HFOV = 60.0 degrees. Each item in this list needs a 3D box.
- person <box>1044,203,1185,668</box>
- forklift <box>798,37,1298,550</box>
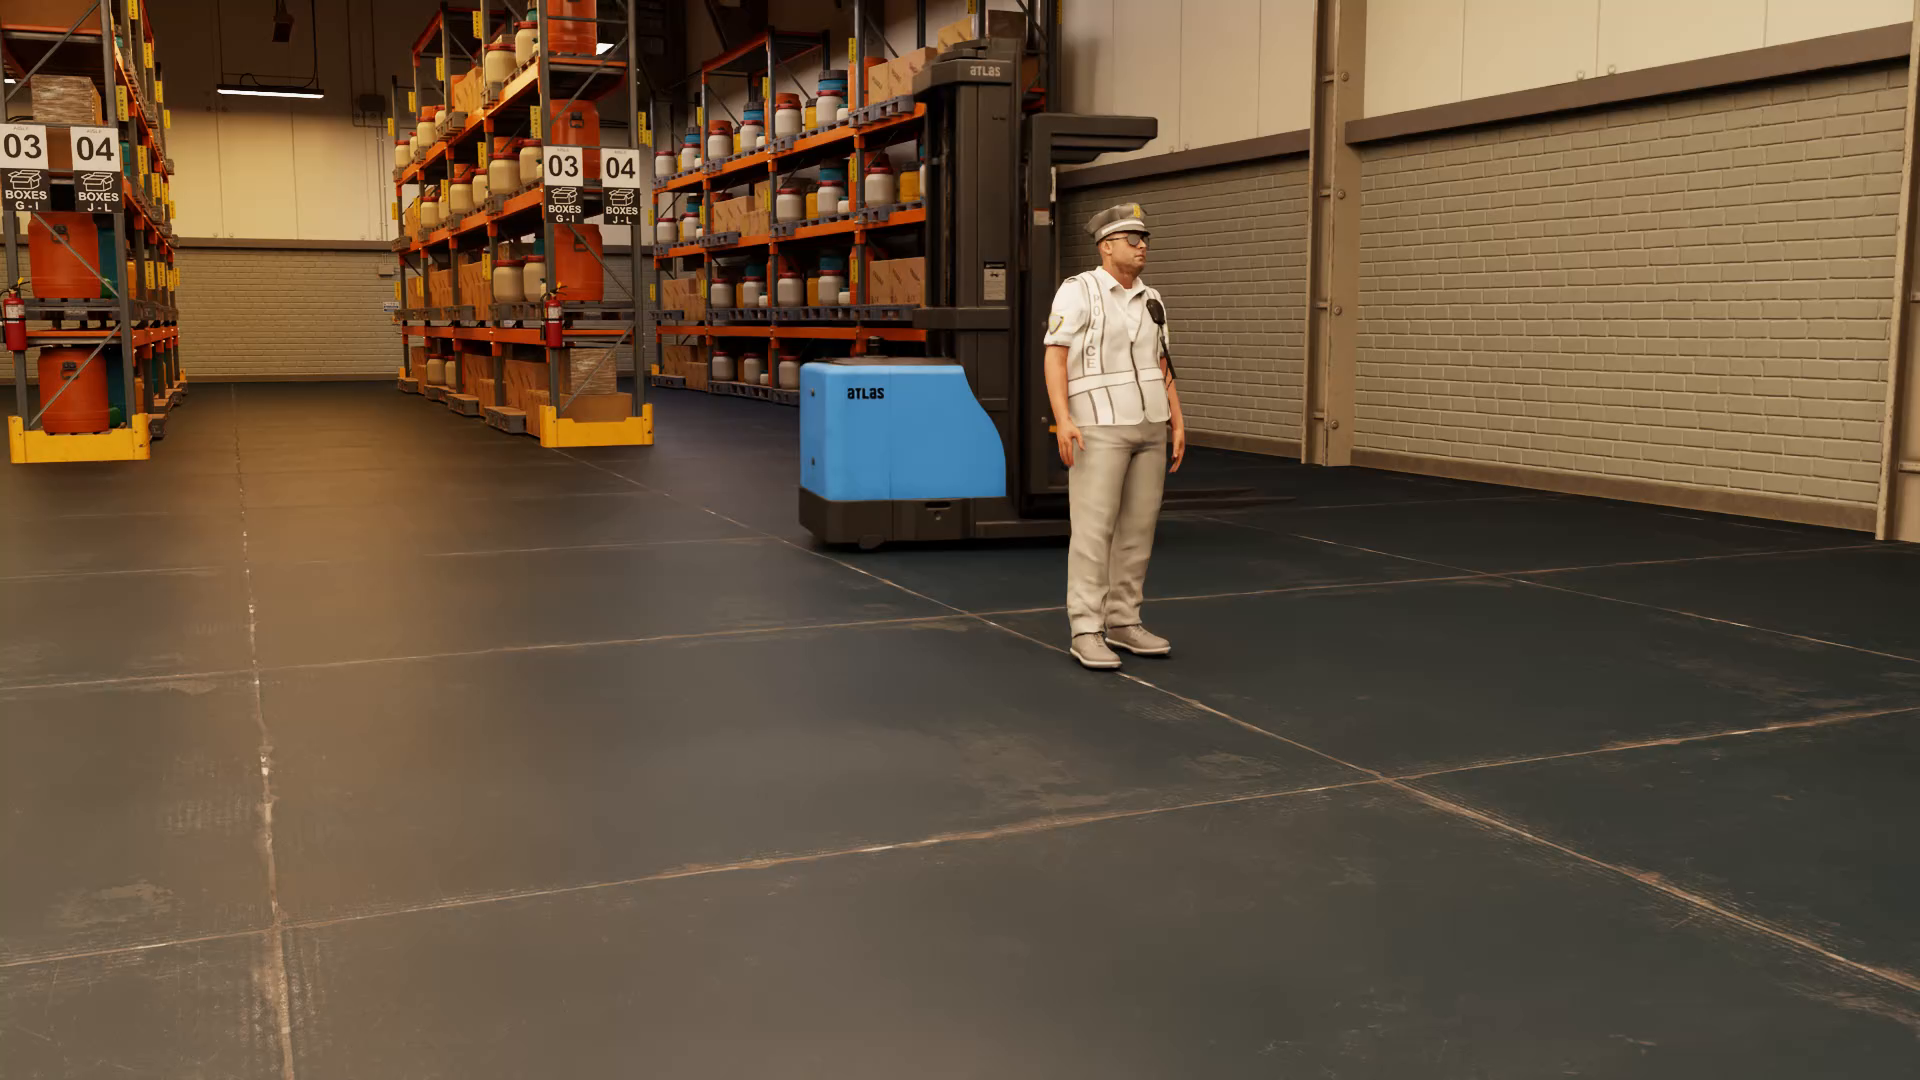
[{"bbox_3d":[0.664,-0.434,6.573,0.640,1.781,0.576,-5,9,-31],"label":"person"},{"bbox_3d":[0.570,-1.480,10.165,3.031,2.935,1.130,-2,8,-15],"label":"forklift"}]
